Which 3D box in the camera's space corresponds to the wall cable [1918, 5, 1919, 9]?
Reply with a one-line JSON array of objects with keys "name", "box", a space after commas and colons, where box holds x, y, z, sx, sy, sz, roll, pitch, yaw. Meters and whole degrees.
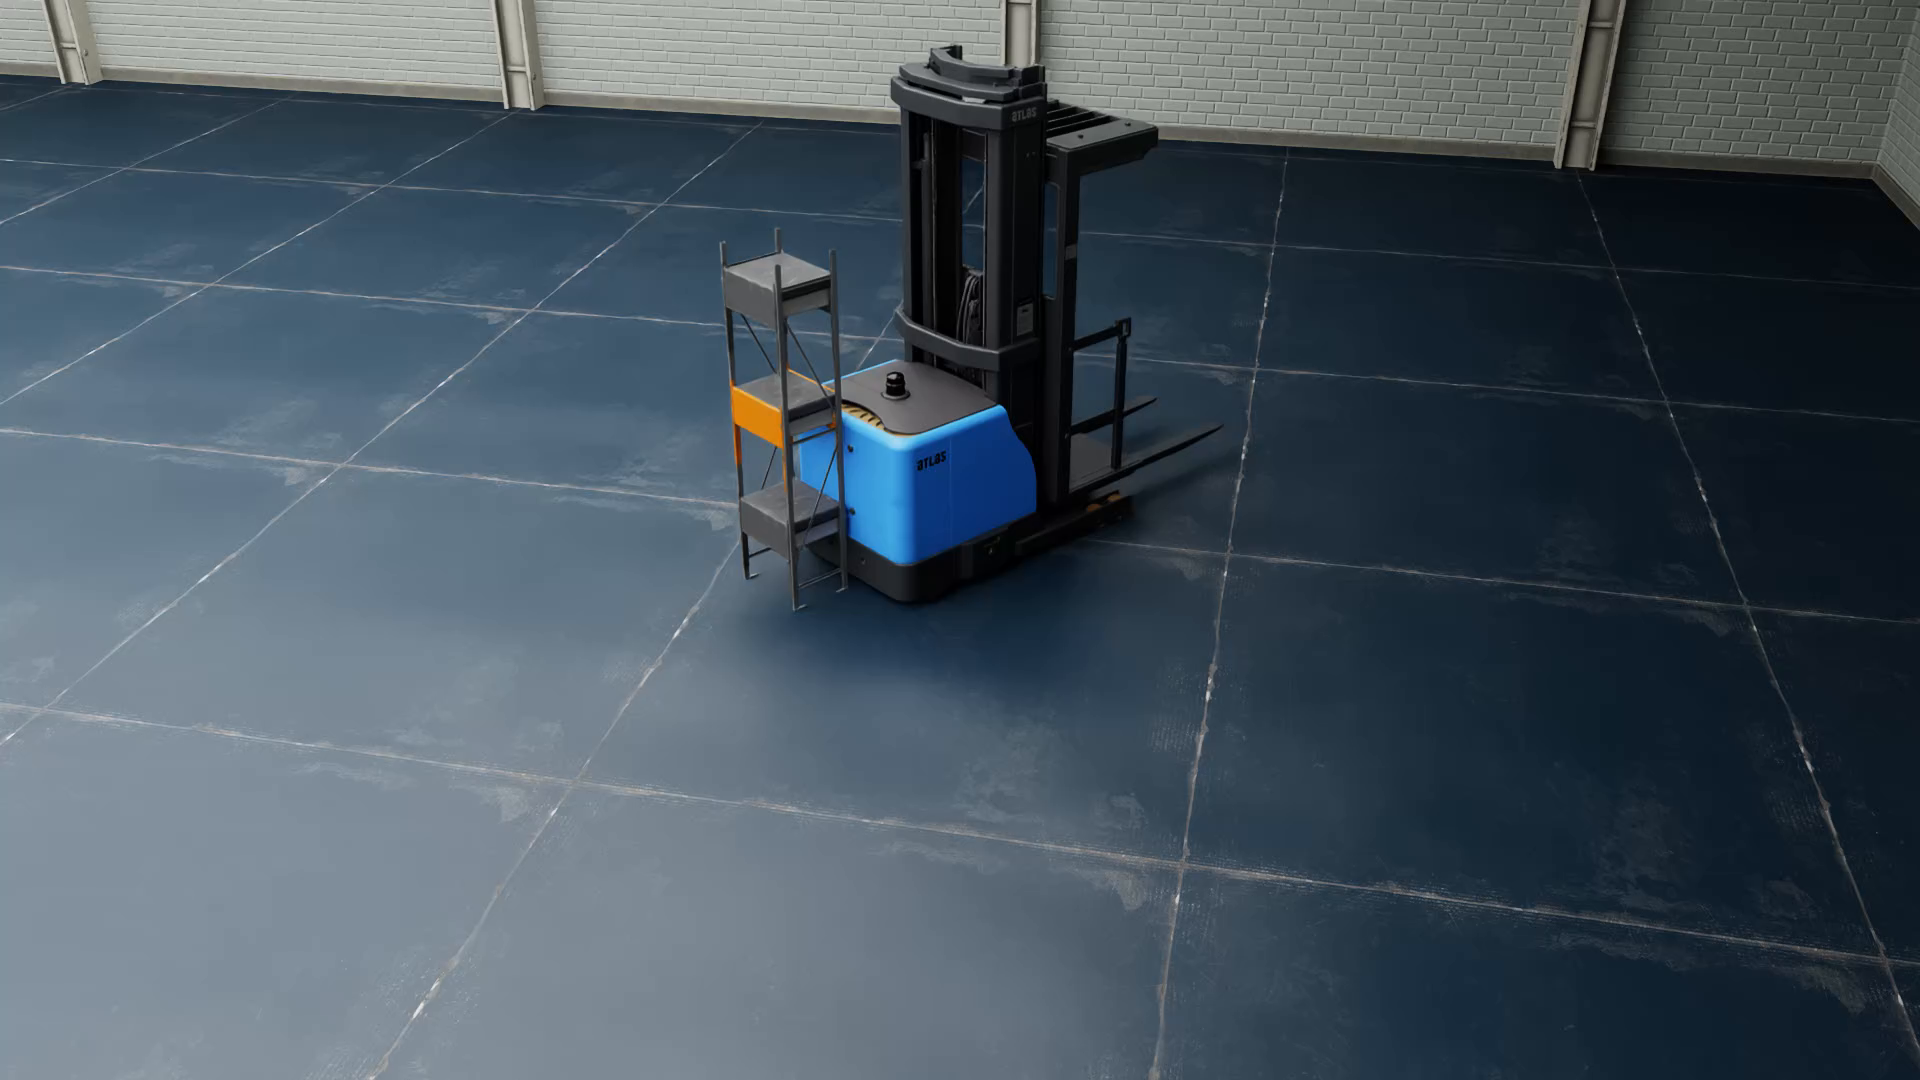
[{"name": "wall cable", "box": [9.138, -5.656, 14.607, 0.112, 2.526, 3.097, 6, 29, 11]}]

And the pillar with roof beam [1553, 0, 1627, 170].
[{"name": "pillar with roof beam", "box": [5.634, -5.913, 11.842, 0.400, 9.000, 9.100, 6, 29, 11]}]

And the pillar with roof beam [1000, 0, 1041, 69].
[{"name": "pillar with roof beam", "box": [-0.233, -6.515, 12.941, 0.400, 9.000, 9.100, 6, 29, 11]}]

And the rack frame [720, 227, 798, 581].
[{"name": "rack frame", "box": [-1.143, -0.744, 9.584, 0.400, 2.100, 0.015, -23, 36, -36]}]

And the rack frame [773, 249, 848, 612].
[{"name": "rack frame", "box": [-0.817, -0.569, 9.265, 0.400, 2.100, 0.015, -23, 36, -36]}]

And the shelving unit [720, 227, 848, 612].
[{"name": "shelving unit", "box": [-0.980, -0.657, 9.425, 0.431, 2.100, 0.503, -23, 36, -36]}]

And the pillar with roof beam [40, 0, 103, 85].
[{"name": "pillar with roof beam", "box": [-11.969, -7.718, 15.139, 0.400, 9.000, 9.100, 6, 29, 11]}]

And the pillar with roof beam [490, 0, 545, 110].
[{"name": "pillar with roof beam", "box": [-6.101, -7.116, 14.040, 0.400, 9.000, 9.100, 6, 29, 11]}]

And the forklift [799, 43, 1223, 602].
[{"name": "forklift", "box": [0.458, -1.518, 10.132, 3.031, 2.935, 1.130, -23, 36, -36]}]

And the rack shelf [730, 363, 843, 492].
[{"name": "rack shelf", "box": [-0.980, -0.645, 9.431, 0.431, 0.518, 0.480, -23, 36, -36]}]

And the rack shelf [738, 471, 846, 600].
[{"name": "rack shelf", "box": [-0.980, -0.031, 9.767, 0.431, 0.518, 0.480, -23, 36, -36]}]

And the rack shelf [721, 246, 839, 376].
[{"name": "rack shelf", "box": [-0.980, -1.259, 9.095, 0.431, 0.518, 0.480, -23, 36, -36]}]
